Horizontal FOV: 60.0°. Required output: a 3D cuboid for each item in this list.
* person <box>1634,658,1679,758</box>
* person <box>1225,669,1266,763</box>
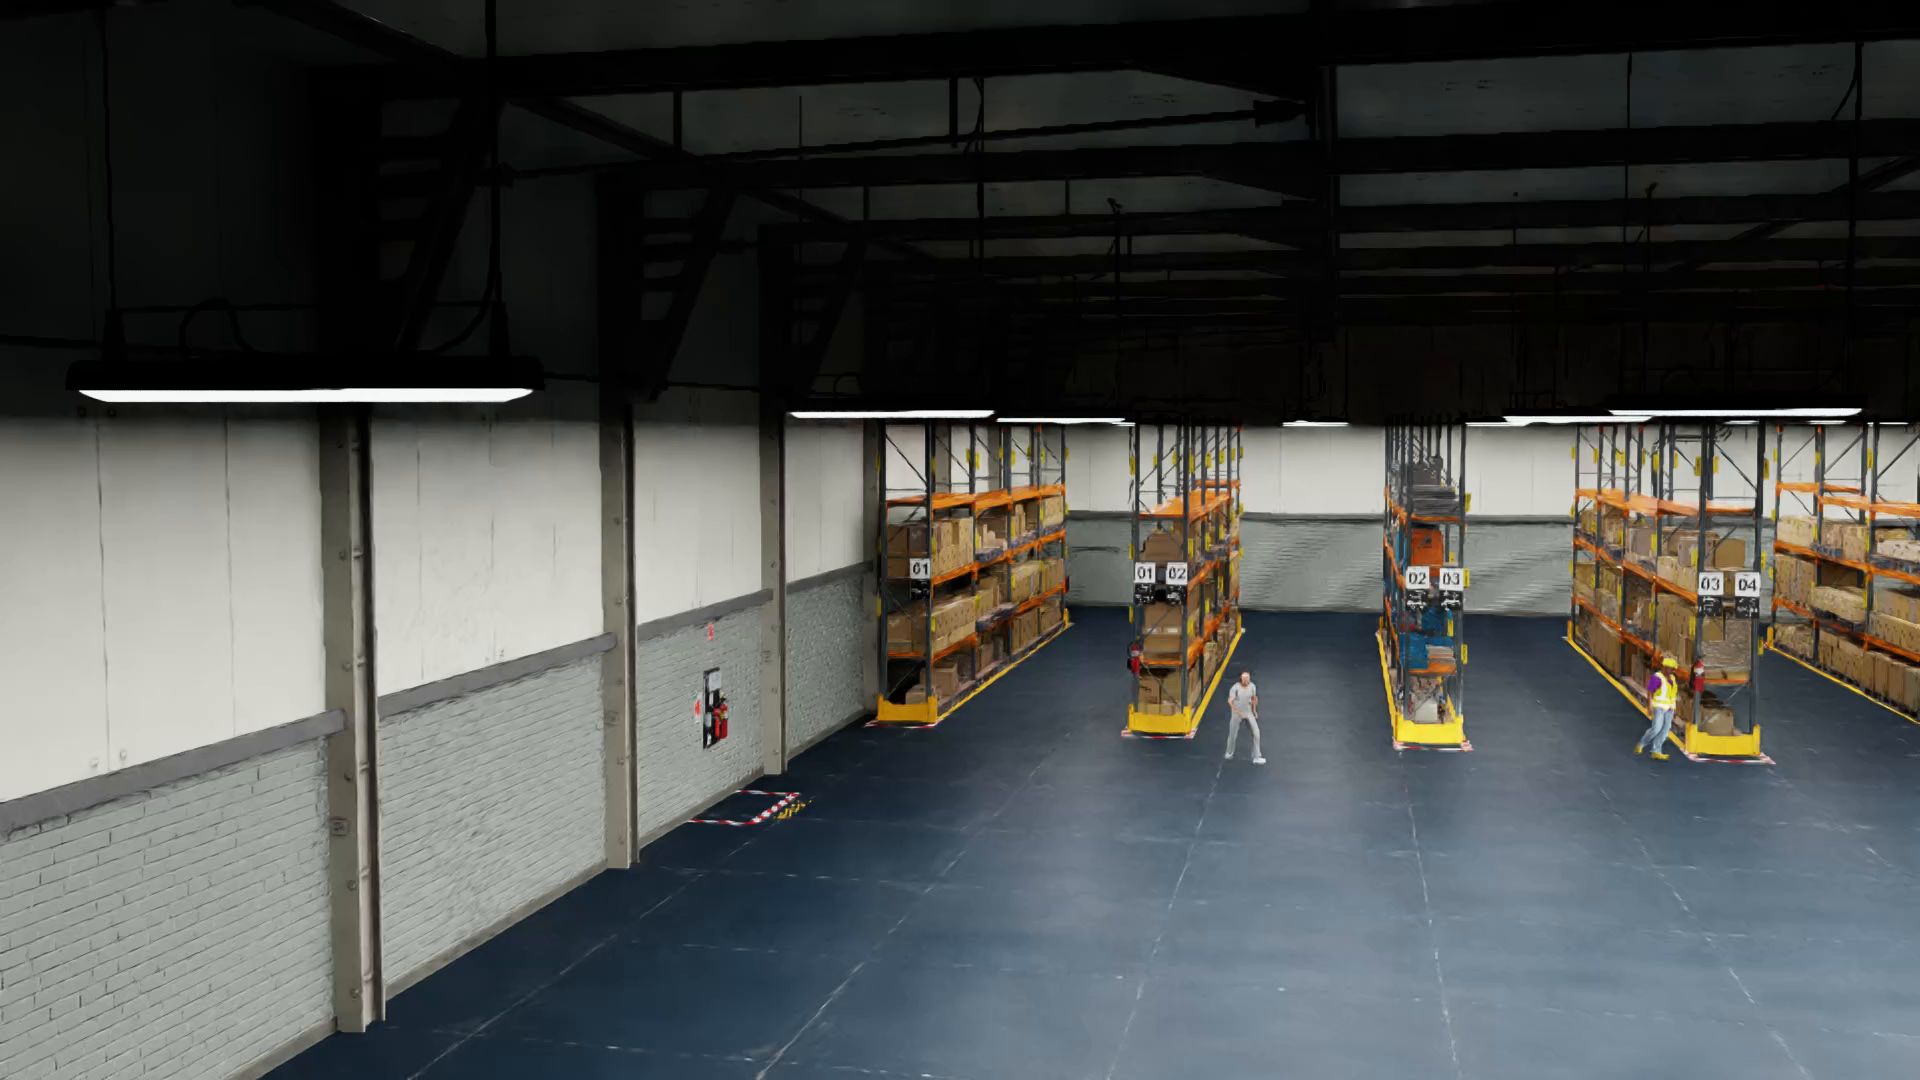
[{"bbox_3d":[12.090,2.903,28.808,0.744,1.751,0.522,-2,4,-26],"label":"person"},{"bbox_3d":[4.860,2.982,28.492,0.609,1.601,0.817,0,4,-4],"label":"person"}]
